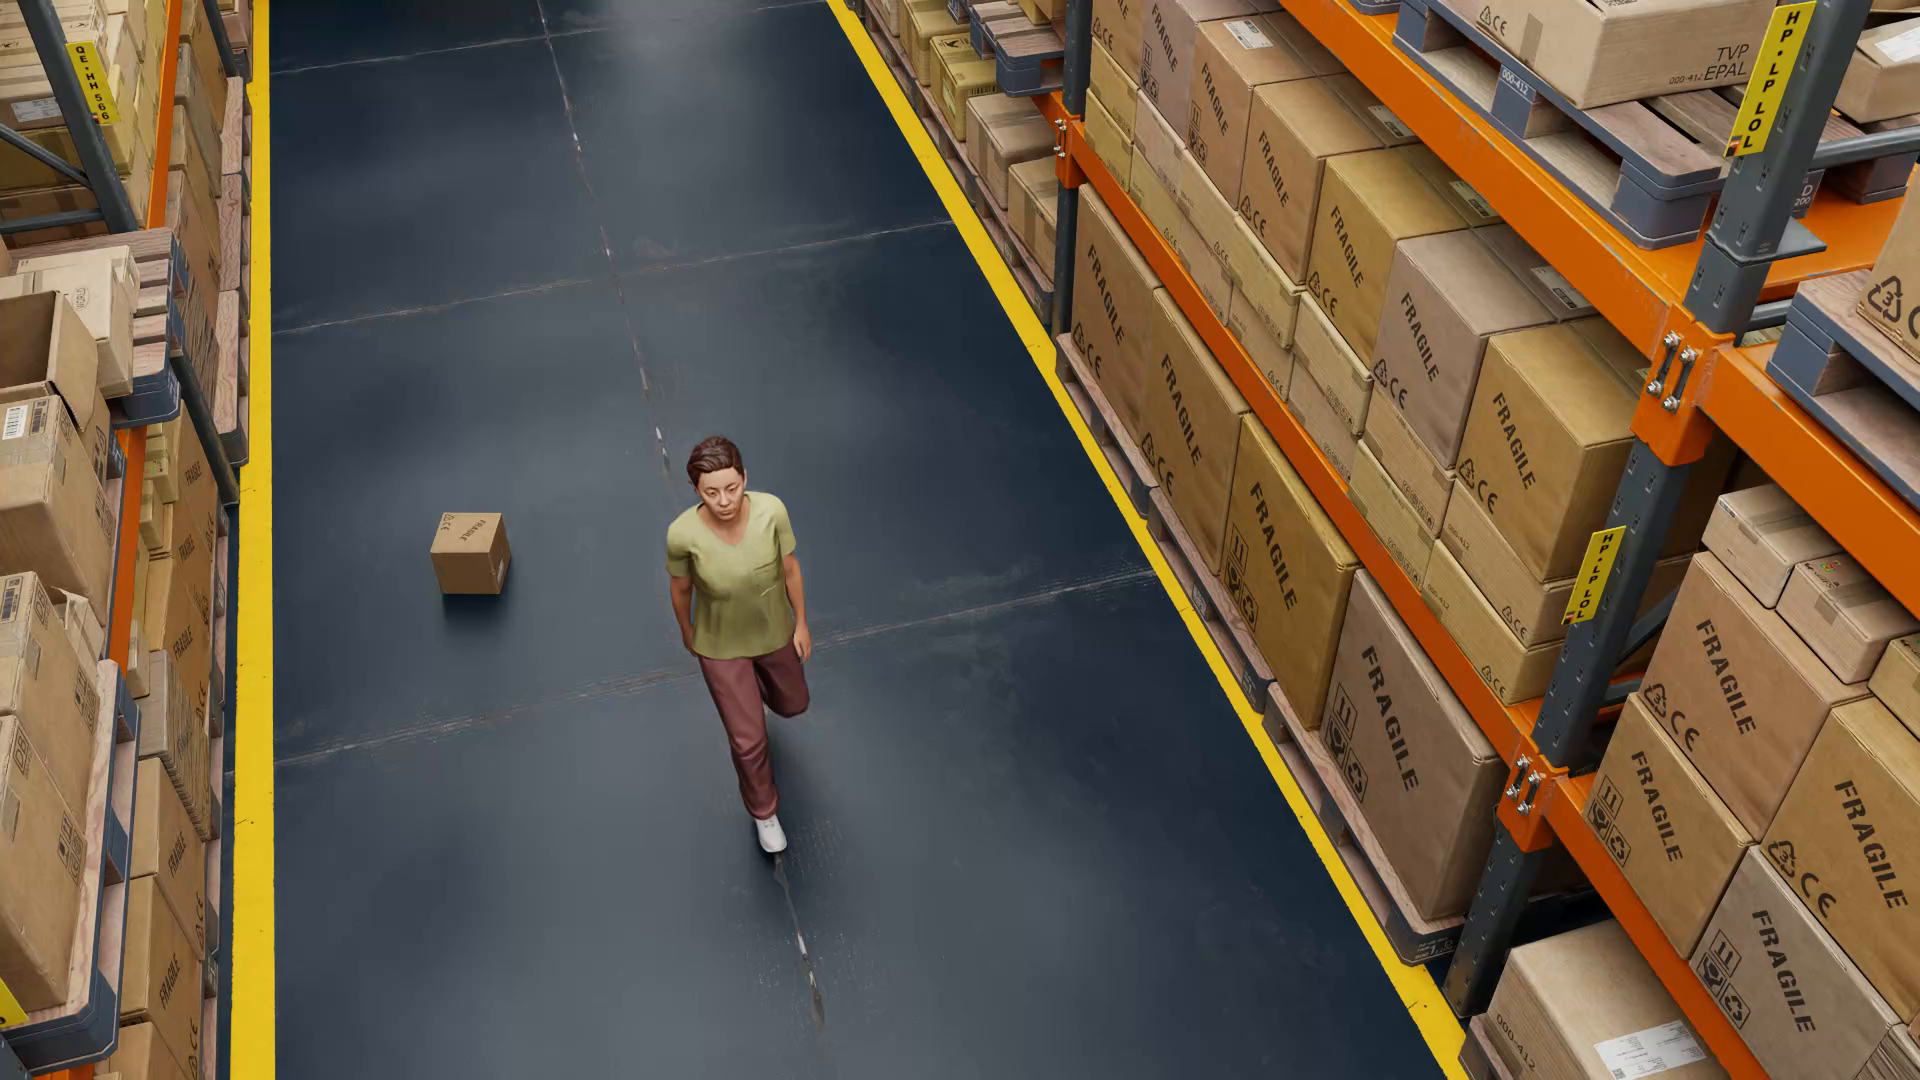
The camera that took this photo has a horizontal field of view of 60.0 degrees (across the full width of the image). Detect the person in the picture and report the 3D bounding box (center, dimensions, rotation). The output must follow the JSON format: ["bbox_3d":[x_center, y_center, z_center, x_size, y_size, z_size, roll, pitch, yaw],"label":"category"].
[{"bbox_3d":[-0.767,0.298,5.821,0.442,1.640,0.803,-17,45,-18],"label":"person"}]
